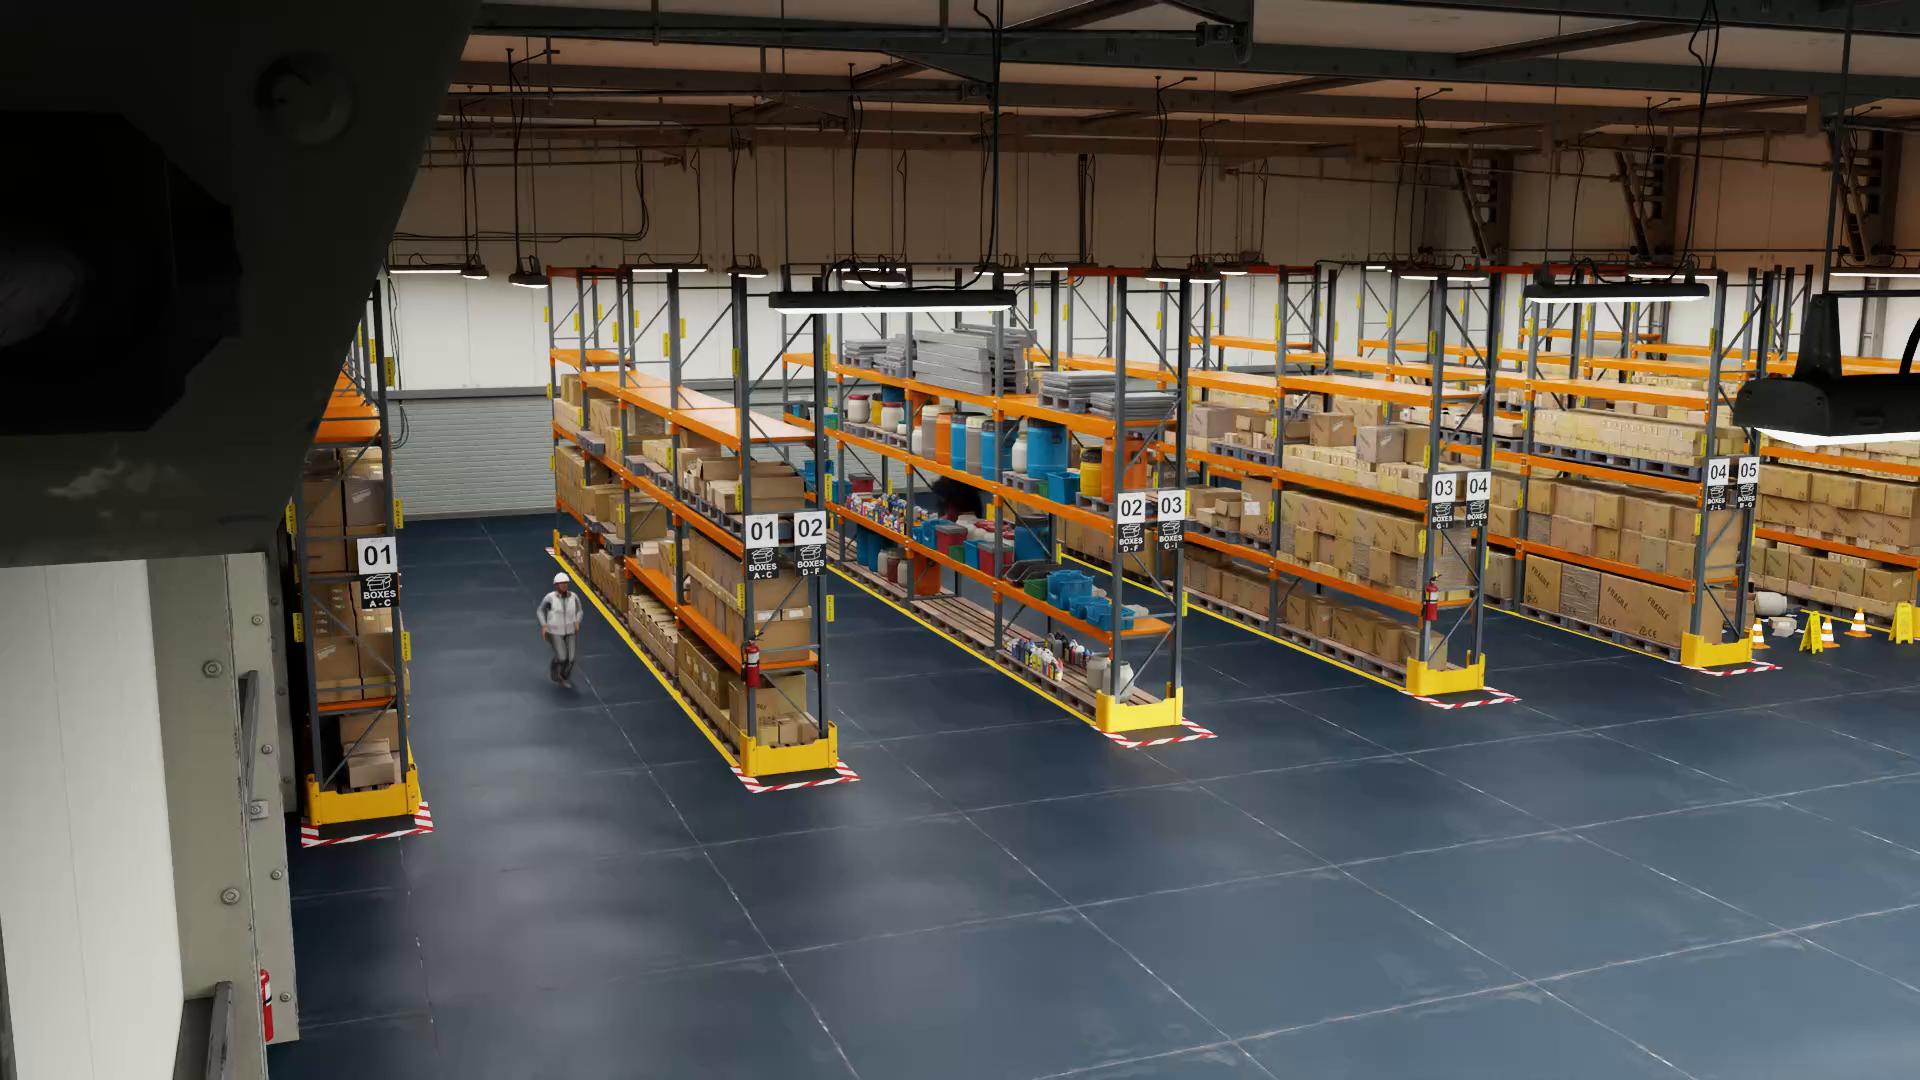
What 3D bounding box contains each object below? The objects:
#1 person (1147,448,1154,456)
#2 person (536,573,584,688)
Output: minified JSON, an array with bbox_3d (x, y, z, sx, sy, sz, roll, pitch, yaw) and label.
[{"bbox_3d":[4.383,-1.335,39.324,0.675,1.734,0.675,-4,11,-24],"label":"person"},{"bbox_3d":[-5.751,1.325,24.087,0.646,1.723,0.609,-6,11,-30],"label":"person"}]
